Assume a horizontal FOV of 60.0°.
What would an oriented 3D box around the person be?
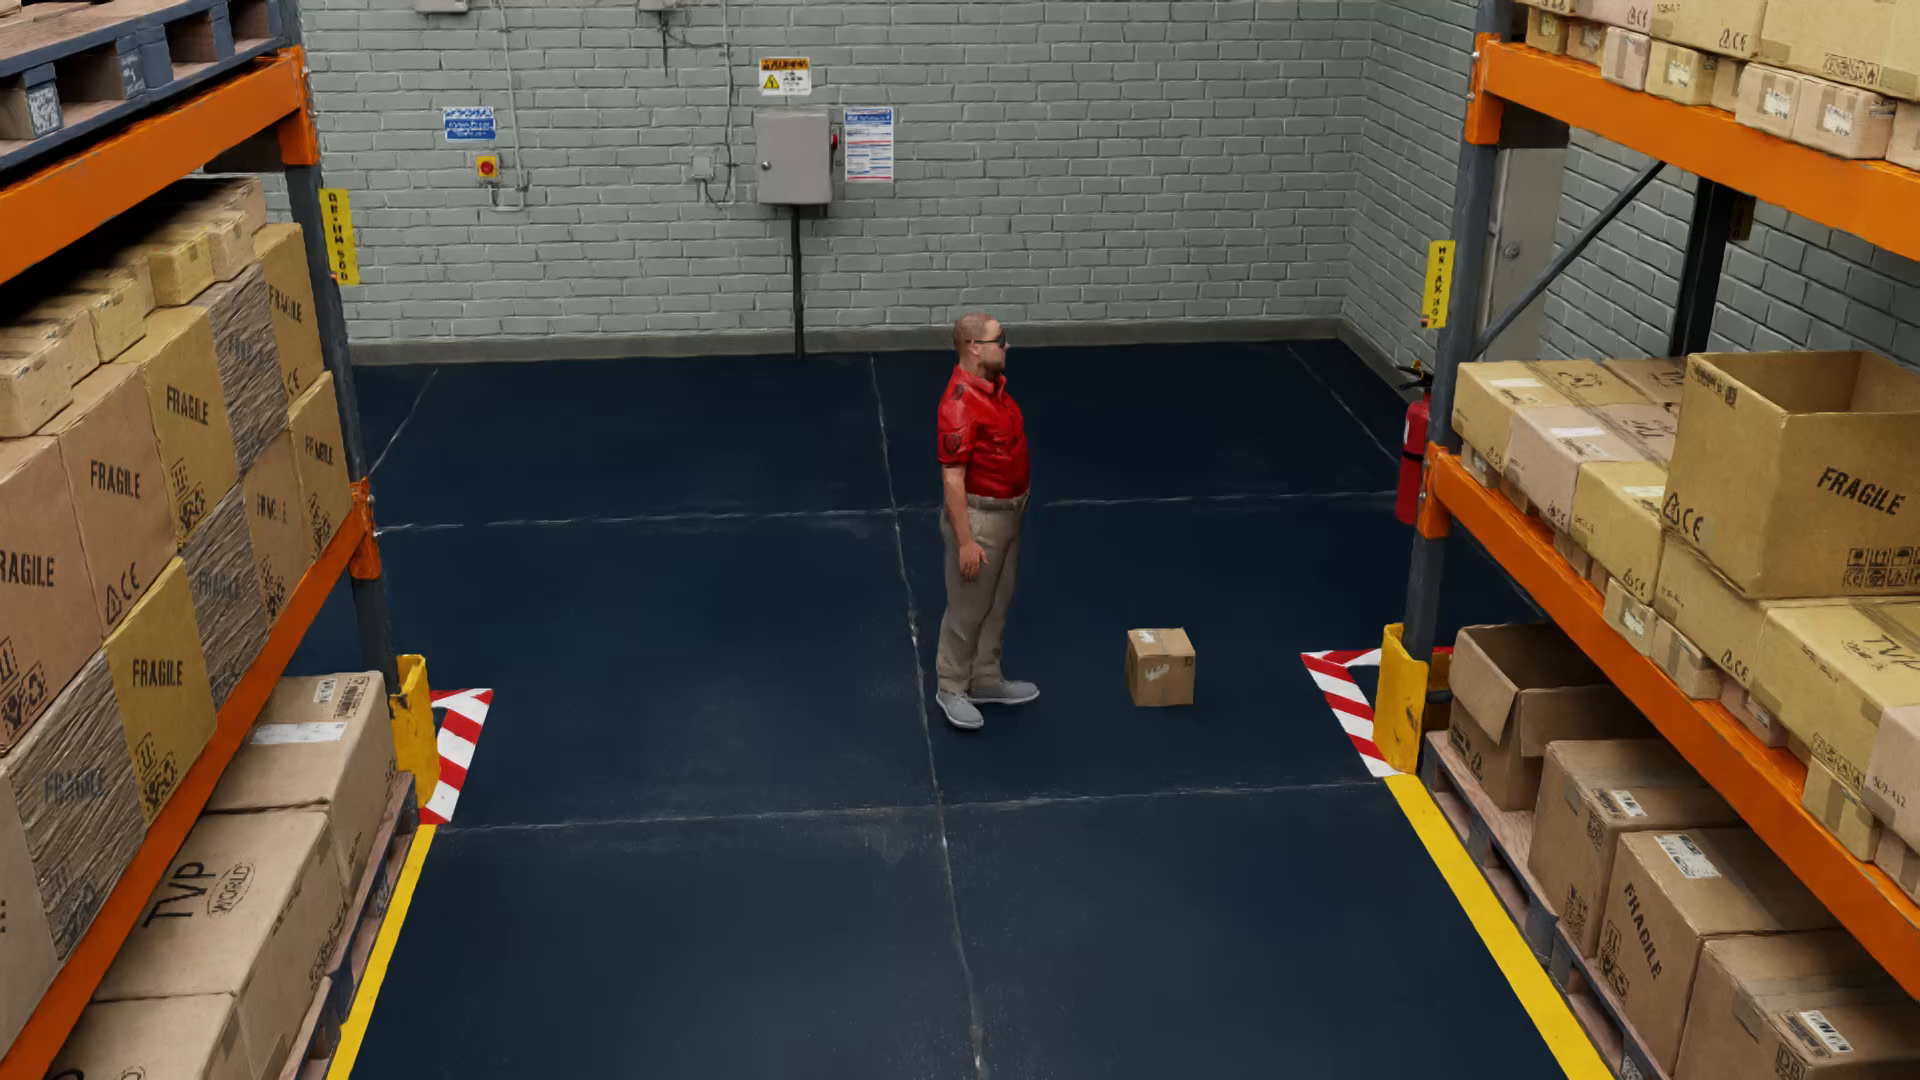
[{"bbox_3d":[0.101,-0.075,6.769,0.411,1.726,0.591,7,25,16],"label":"person"}]
